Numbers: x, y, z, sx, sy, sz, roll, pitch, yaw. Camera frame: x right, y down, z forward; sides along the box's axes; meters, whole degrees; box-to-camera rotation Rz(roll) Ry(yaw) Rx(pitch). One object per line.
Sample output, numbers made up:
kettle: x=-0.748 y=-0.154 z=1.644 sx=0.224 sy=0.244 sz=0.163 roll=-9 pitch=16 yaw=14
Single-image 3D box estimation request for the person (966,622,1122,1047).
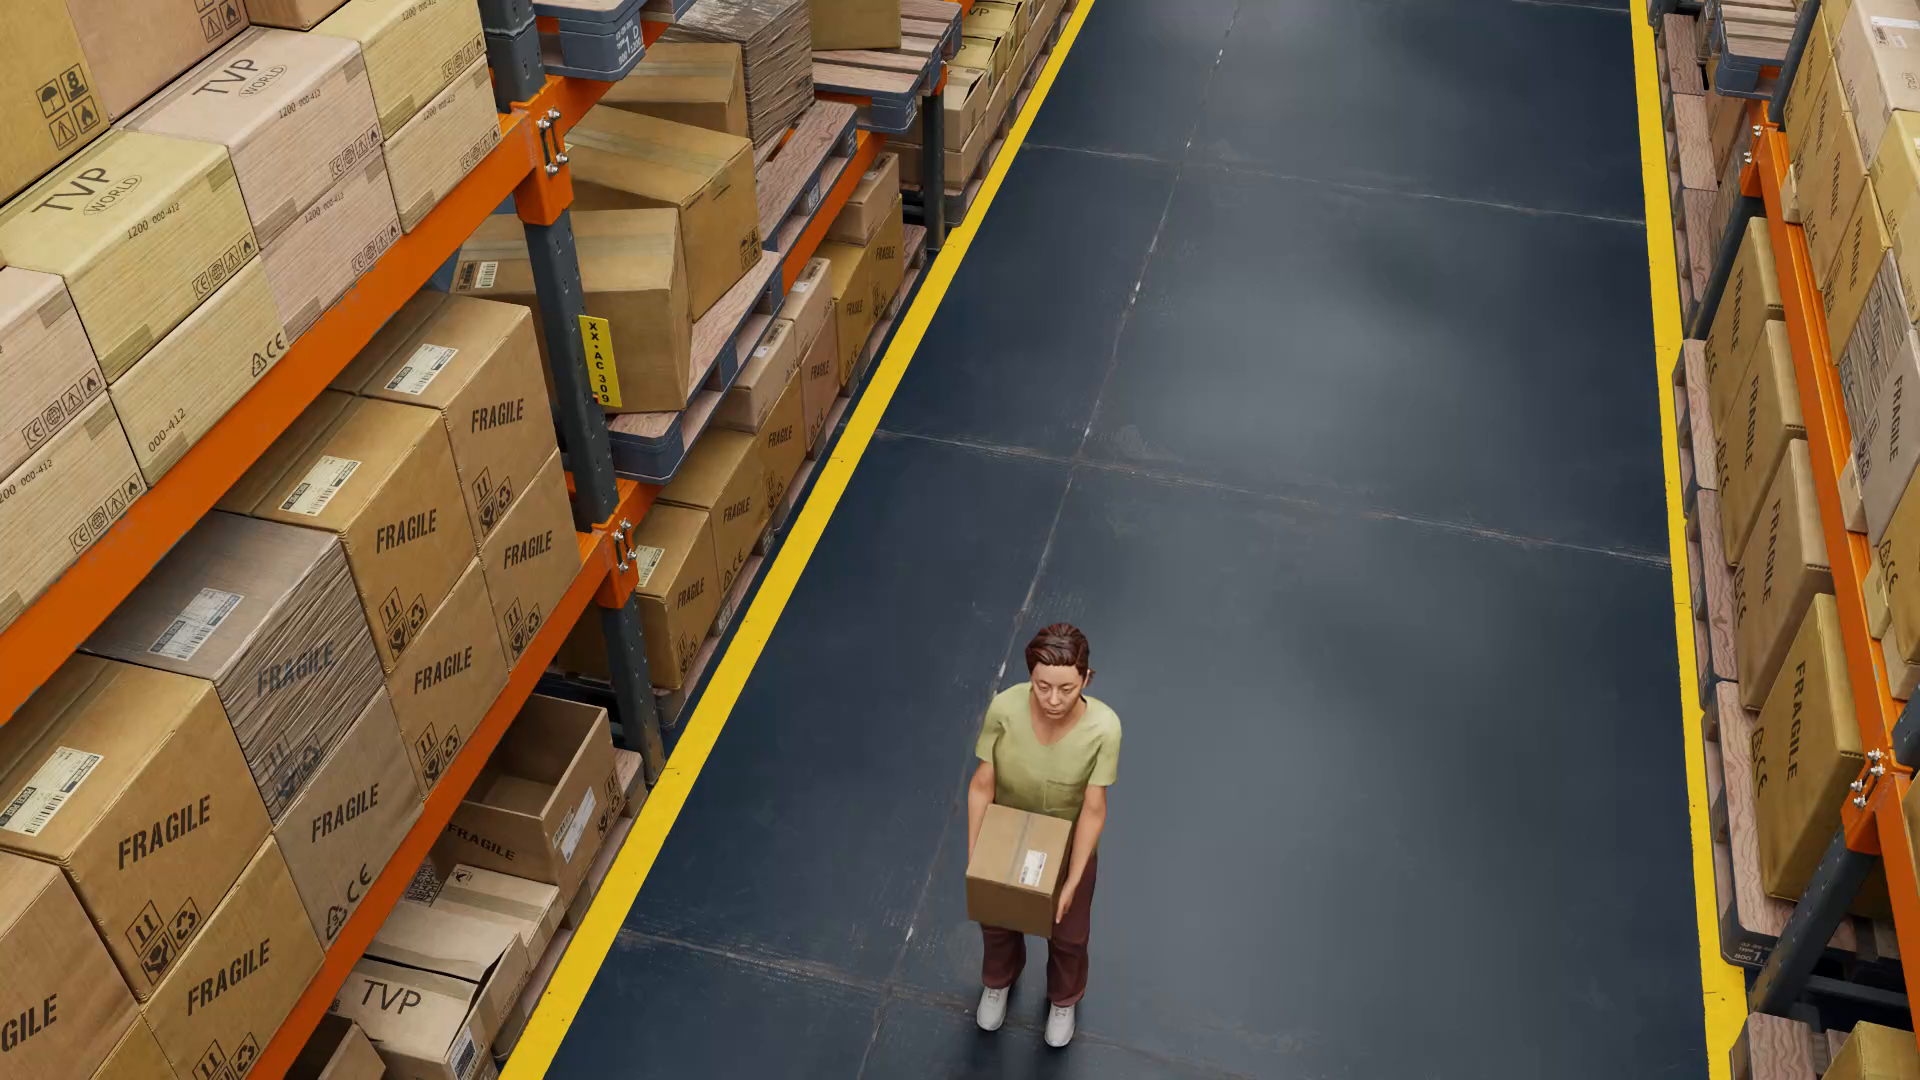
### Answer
person: x=0.232 y=0.966 z=5.064 sx=0.426 sy=1.665 sz=0.549 roll=11 pitch=42 yaw=12
